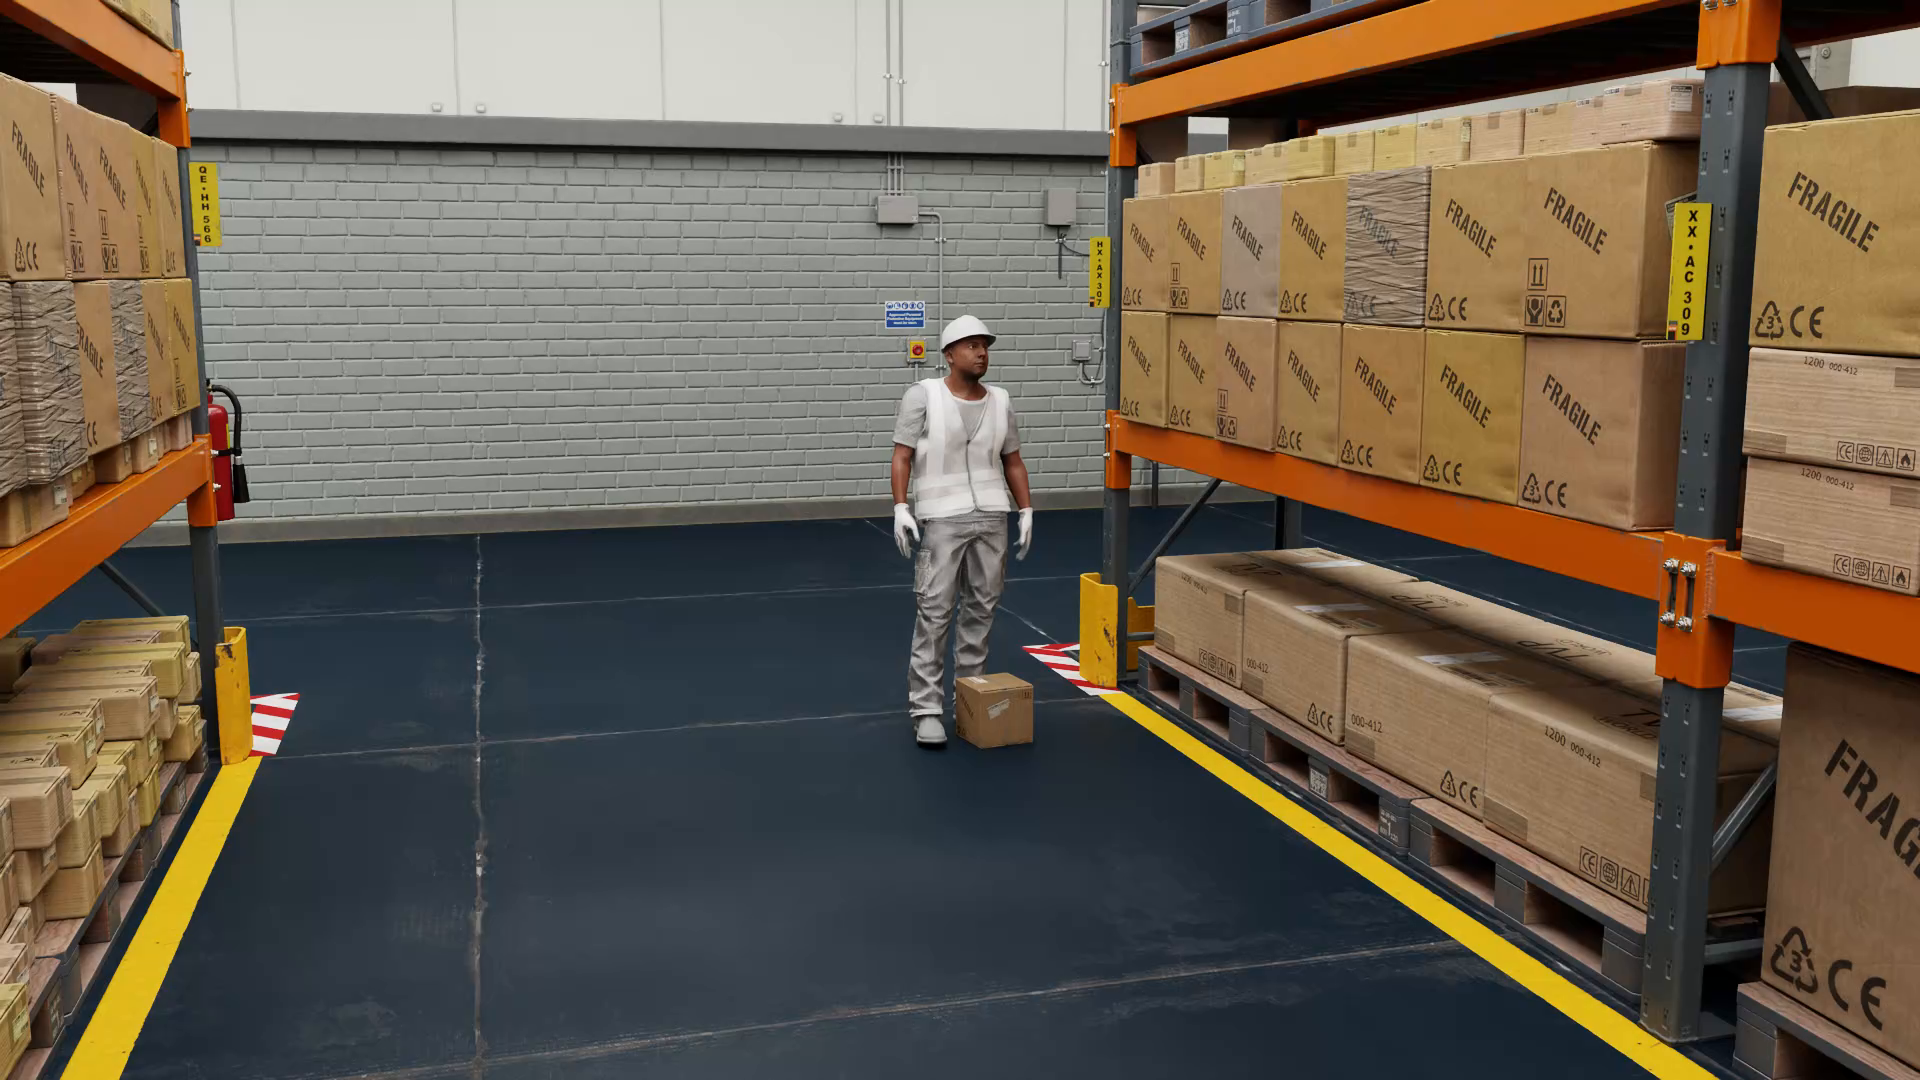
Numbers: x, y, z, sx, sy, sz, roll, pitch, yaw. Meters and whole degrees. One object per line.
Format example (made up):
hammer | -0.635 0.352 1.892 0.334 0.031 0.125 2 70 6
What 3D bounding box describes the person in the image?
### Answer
person | 0.038 -0.064 7.151 0.656 1.783 0.576 -4 10 -23
